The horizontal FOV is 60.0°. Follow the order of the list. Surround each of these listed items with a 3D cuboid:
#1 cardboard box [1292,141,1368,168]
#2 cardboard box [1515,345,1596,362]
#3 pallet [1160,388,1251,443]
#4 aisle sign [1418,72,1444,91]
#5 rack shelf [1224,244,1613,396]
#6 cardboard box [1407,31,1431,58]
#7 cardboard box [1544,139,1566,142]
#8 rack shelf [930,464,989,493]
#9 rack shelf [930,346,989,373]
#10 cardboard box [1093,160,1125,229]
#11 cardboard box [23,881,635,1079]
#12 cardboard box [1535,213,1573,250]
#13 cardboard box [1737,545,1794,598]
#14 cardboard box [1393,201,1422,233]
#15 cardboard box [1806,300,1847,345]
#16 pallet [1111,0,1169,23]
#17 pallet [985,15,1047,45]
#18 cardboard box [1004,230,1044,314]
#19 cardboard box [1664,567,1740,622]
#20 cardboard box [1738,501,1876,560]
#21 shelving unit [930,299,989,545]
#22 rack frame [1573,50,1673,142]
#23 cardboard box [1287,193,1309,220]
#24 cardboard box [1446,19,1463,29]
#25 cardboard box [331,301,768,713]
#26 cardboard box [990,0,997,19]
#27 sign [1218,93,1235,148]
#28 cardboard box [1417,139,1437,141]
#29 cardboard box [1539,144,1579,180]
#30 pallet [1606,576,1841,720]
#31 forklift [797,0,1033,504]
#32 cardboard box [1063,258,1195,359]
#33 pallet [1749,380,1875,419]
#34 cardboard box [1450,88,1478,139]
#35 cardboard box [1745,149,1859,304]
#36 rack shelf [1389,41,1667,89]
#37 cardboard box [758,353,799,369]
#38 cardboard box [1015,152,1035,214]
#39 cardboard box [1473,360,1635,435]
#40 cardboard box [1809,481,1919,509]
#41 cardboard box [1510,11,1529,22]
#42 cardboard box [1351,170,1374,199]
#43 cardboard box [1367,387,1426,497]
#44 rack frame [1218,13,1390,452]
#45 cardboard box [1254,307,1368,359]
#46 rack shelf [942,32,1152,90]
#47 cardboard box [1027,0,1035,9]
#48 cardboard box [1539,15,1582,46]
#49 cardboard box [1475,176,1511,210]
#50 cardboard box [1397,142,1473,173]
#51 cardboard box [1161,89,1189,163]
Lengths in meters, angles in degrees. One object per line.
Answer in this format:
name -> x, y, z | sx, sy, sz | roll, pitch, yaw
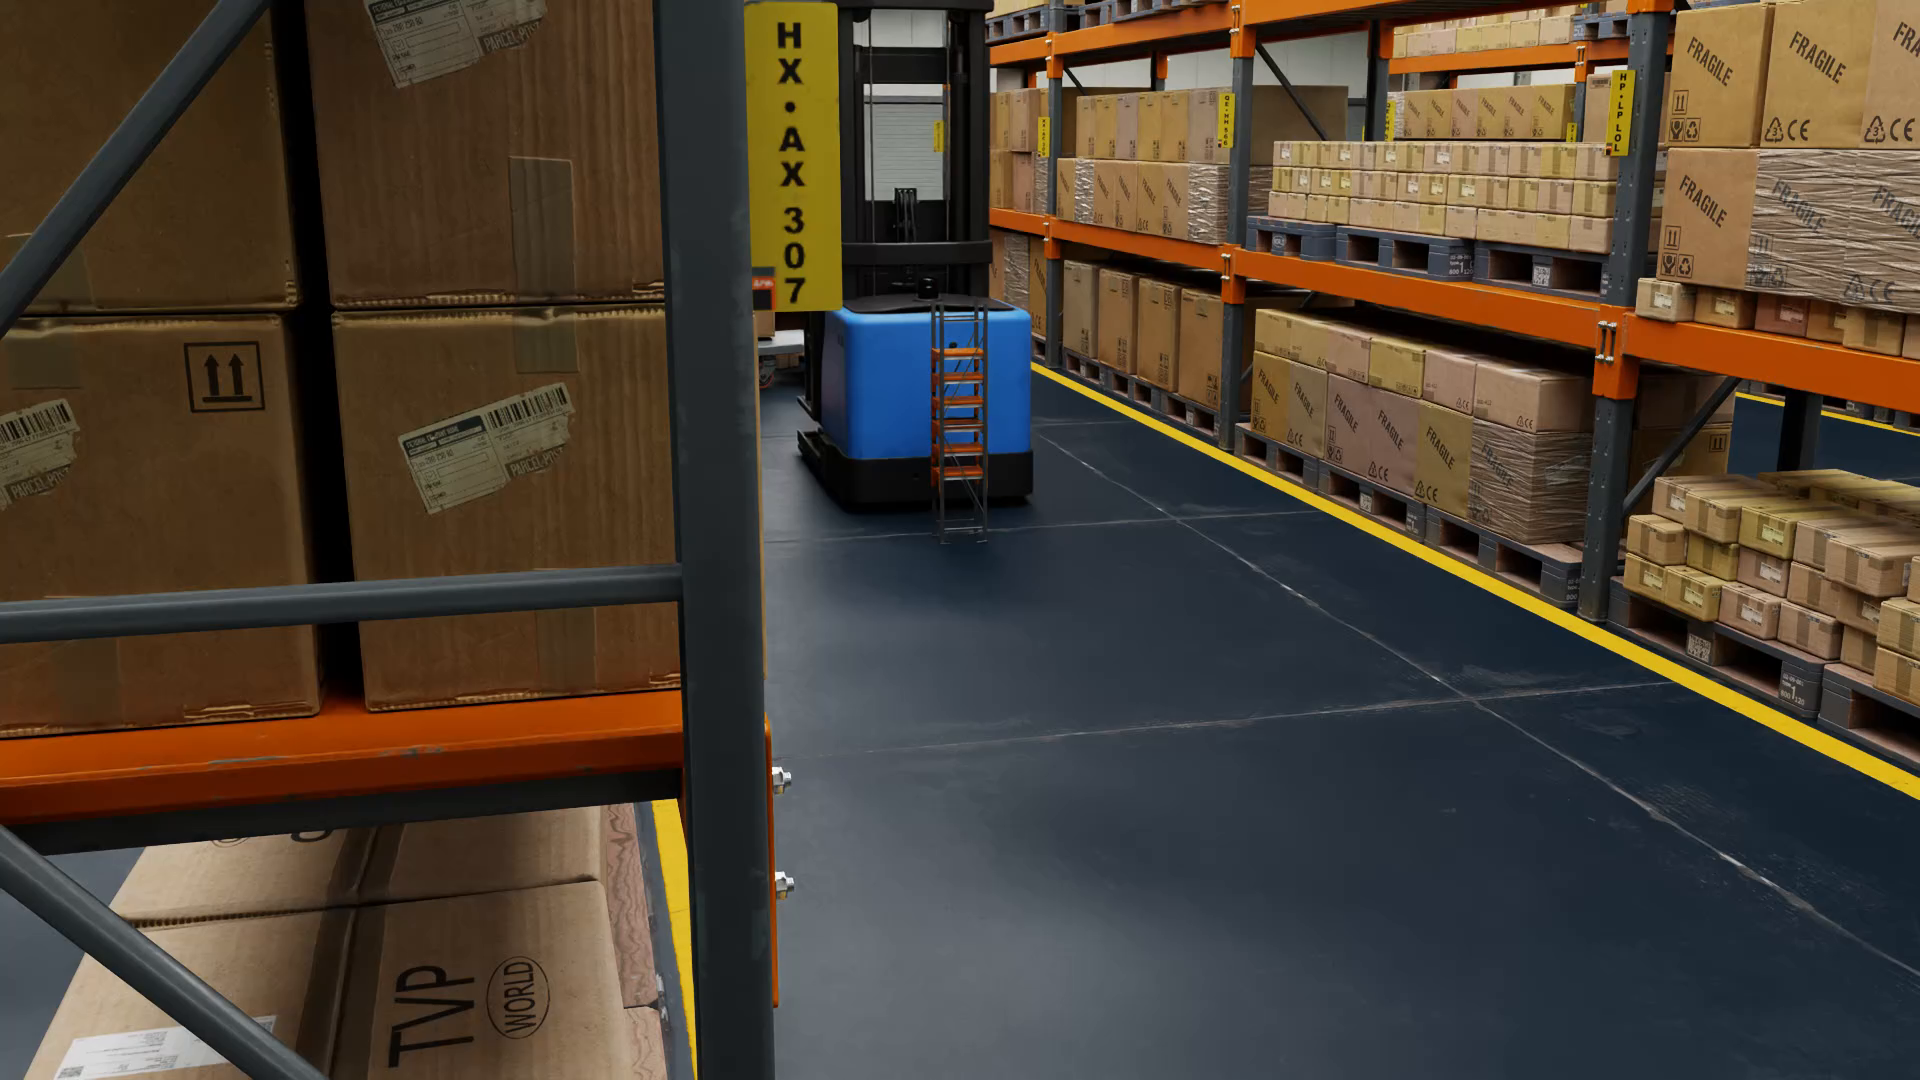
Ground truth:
cardboard box -> 2.175, -2.259, 9.743 | 0.380, 0.149, 0.250 | -4, 14, -15
cardboard box -> 3.084, -0.806, 8.208 | 0.500, 0.250, 0.500 | -3, 14, -12
pallet -> 2.077, -0.898, 11.660 | 1.003, 0.211, 1.213 | -3, 14, -13
aisle sign -> 5.432, -5.460, 18.976 | 0.394, 0.787, 0.004 | -3, 14, -13
rack shelf -> 2.658, -1.256, 8.764 | 1.077, 0.370, 4.000 | -3, 14, -13
cardboard box -> 5.144, -5.306, 17.820 | 0.500, 0.250, 0.500 | -4, 14, -14
cardboard box -> 6.049, -3.543, 15.772 | 0.875, 0.500, 0.500 | -3, 14, -13
rack shelf -> -0.003, -0.310, 8.366 | 0.258, 0.103, 0.180 | -3, 14, -13
rack shelf -> -0.003, -0.893, 8.223 | 0.258, 0.103, 0.180 | -3, 14, -13
cardboard box -> 1.345, -2.670, 12.825 | 0.500, 0.500, 0.500 | -3, 14, -13
cardboard box -> -0.973, 0.972, 2.643 | 0.875, 0.438, 0.875 | -4, 14, -15
cardboard box -> 2.781, -1.367, 7.345 | 0.380, 0.149, 0.250 | -3, 14, -13
cardboard box -> 3.141, 0.101, 6.188 | 0.380, 0.149, 0.250 | -3, 14, -14
cardboard box -> 2.471, -1.669, 8.581 | 0.380, 0.149, 0.250 | -4, 14, -15
cardboard box -> 3.181, -0.762, 5.753 | 0.380, 0.149, 0.250 | -4, 14, -16
pallet -> 1.720, -3.836, 11.885 | 1.003, 0.211, 1.213 | -3, 14, -11
pallet -> 0.784, -4.874, 15.923 | 1.003, 0.211, 1.213 | -3, 14, -13
cardboard box -> 0.954, -2.518, 16.007 | 0.875, 0.875, 0.875 | -3, 14, -13
cardboard box -> 2.964, 0.200, 6.410 | 0.380, 0.149, 0.250 | -3, 14, -12
cardboard box -> 3.122, -0.039, 6.134 | 0.380, 0.149, 0.250 | -3, 14, -14
shelving unit -> -0.003, -0.586, 8.298 | 0.258, 1.200, 0.189 | -3, 14, -13
rack frame -> 6.094, -3.243, 15.380 | 1.000, 3.000, 0.127 | -3, 14, -13
cardboard box -> 2.160, -1.973, 9.825 | 0.380, 0.149, 0.250 | -3, 14, -10
cardboard box -> 5.267, -5.365, 17.223 | 0.380, 0.149, 0.250 | -4, 14, -16
cardboard box -> -0.554, -0.098, 2.295 | 0.500, 0.500, 0.500 | -3, 14, -14
cardboard box -> 0.494, -4.996, 15.668 | 0.380, 0.149, 0.250 | -3, 14, -13
sign -> 1.650, -2.598, 10.300 | 0.100, 0.325, 0.005 | -3, 14, -13
cardboard box -> 5.491, -4.122, 18.140 | 0.875, 0.500, 0.500 | -3, 14, -13
cardboard box -> 2.780, -1.659, 7.288 | 0.380, 0.149, 0.250 | -4, 14, -15
pallet -> 3.320, 0.363, 6.495 | 1.003, 0.211, 1.213 | -3, 14, -13
forklift -> -0.418, -1.924, 10.126 | 1.130, 2.935, 3.031 | -3, 14, -12
cardboard box -> 1.482, -1.963, 13.996 | 1.050, 0.750, 0.750 | -3, 14, -13
pallet -> 6.852, -1.146, 12.672 | 1.003, 0.211, 1.213 | -3, 14, -13
cardboard box -> 5.372, -4.356, 16.994 | 0.500, 0.500, 0.500 | -3, 14, -13
cardboard box -> 3.123, -1.095, 5.752 | 0.500, 0.500, 0.500 | -3, 14, -13
rack shelf -> 5.624, -4.812, 16.998 | 1.077, 0.370, 4.000 | -3, 14, -13
cardboard box -> -1.644, -1.670, 14.703 | 0.396, 0.266, 0.258 | 10, 17, 35
cardboard box -> 1.000, -3.273, 15.186 | 0.875, 0.550, 0.550 | -3, 14, -13
cardboard box -> 2.707, -0.656, 7.594 | 0.500, 0.250, 0.500 | -4, 14, -15
cardboard box -> 3.563, -0.128, 6.499 | 0.380, 0.149, 0.250 | -3, 14, -12
cardboard box -> 5.530, -5.062, 15.981 | 0.380, 0.149, 0.250 | -4, 14, -15
cardboard box -> 2.356, -1.931, 9.029 | 0.380, 0.149, 0.250 | -3, 14, -13
cardboard box -> 2.473, -0.528, 8.648 | 0.500, 0.500, 0.500 | -4, 14, -14
rack frame -> 2.189, -2.067, 10.567 | 1.000, 3.000, 0.127 | -3, 14, -13
cardboard box -> 2.115, -1.248, 10.019 | 0.500, 0.250, 0.500 | -4, 14, -16
rack shelf -> 0.779, -4.559, 15.962 | 1.077, 0.370, 4.000 | -3, 14, -13
cardboard box -> 0.793, -4.702, 14.465 | 0.380, 0.149, 0.250 | -3, 14, -12
cardboard box -> 5.733, -4.718, 15.413 | 0.500, 0.250, 0.500 | -3, 14, -11
cardboard box -> 2.656, -1.632, 7.806 | 0.380, 0.149, 0.250 | -4, 14, -15
cardboard box -> 2.474, -1.960, 8.519 | 0.380, 0.149, 0.250 | -3, 14, -14
cardboard box -> 1.850, -2.940, 11.824 | 0.700, 0.500, 0.500 | -4, 14, -14
